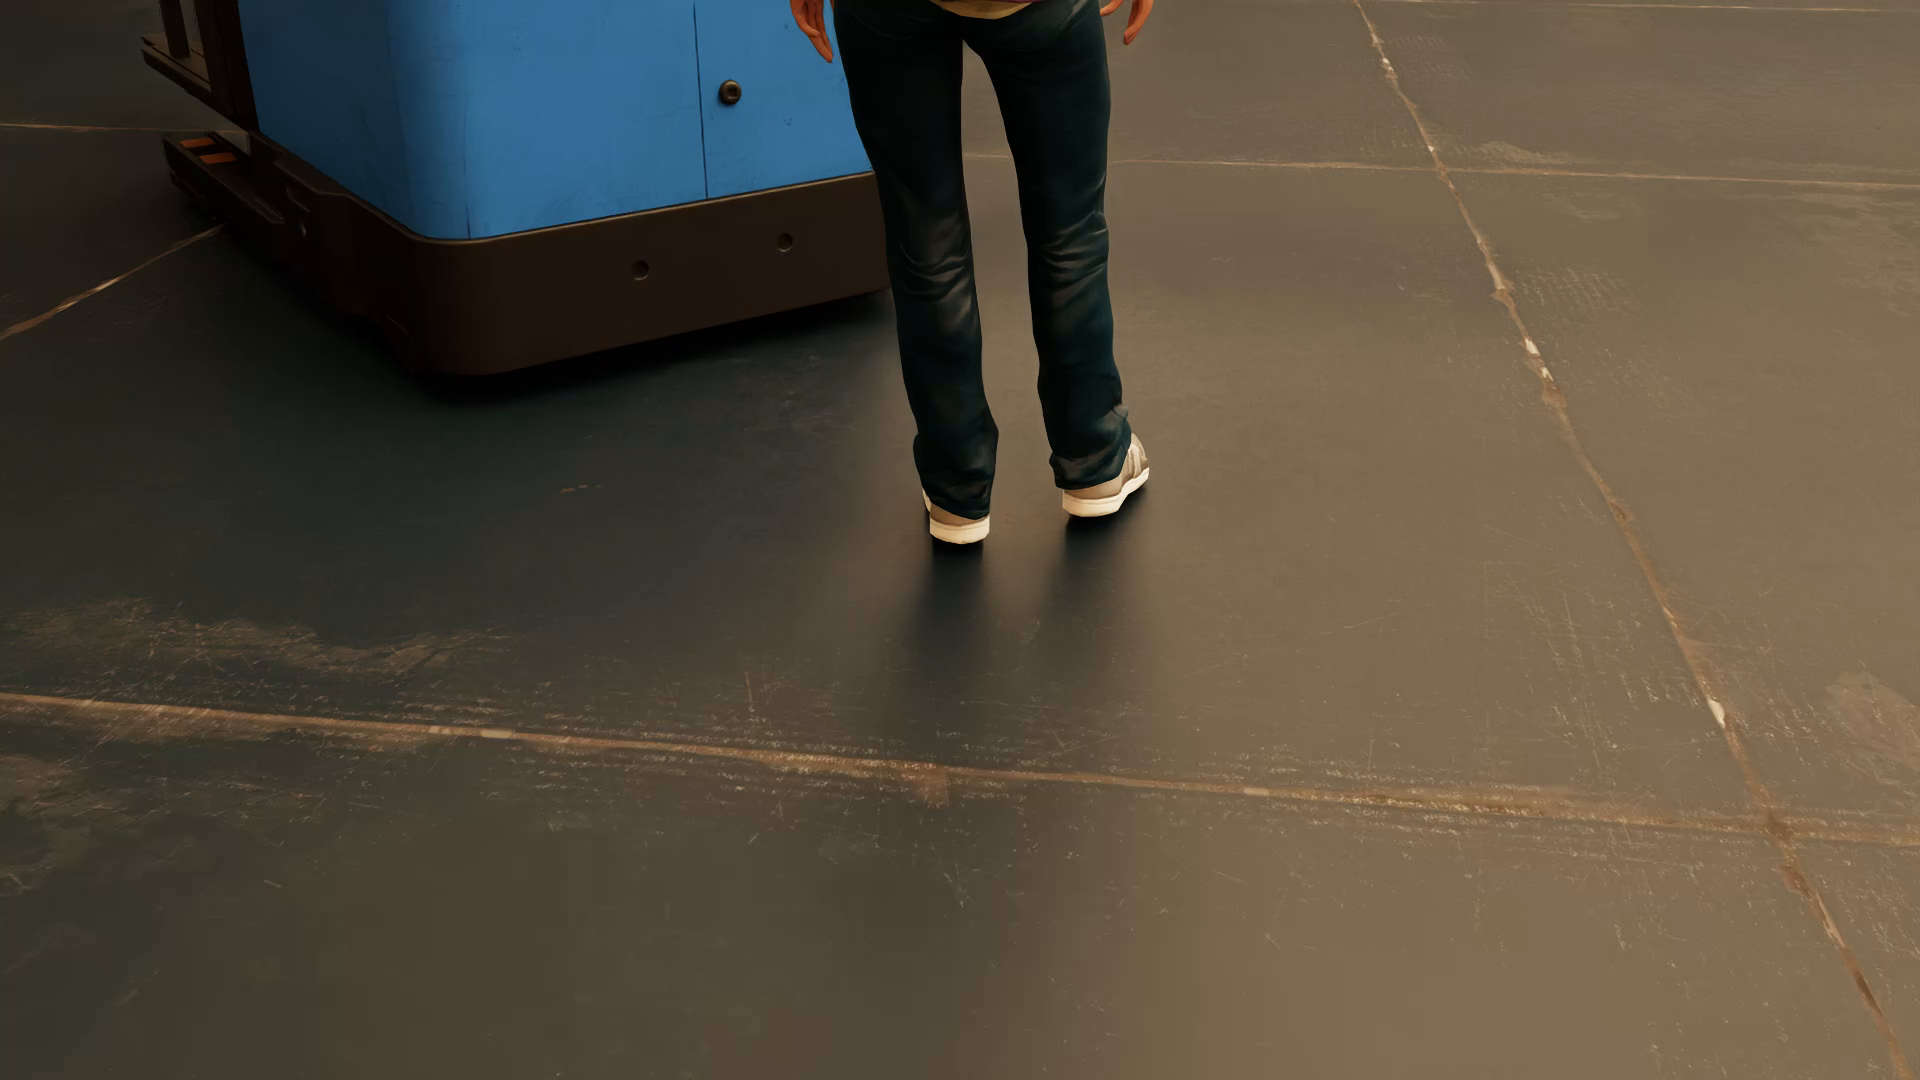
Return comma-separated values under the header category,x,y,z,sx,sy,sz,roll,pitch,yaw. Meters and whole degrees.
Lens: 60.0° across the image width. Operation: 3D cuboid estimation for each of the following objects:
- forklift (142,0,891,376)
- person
category,x,y,z,sx,sy,sz,roll,pitch,yaw
forklift,-1.343,-2.201,3.628,1.130,2.935,3.031,-18,32,-32
person,0.024,-0.747,2.209,0.520,1.586,0.472,3,27,7
